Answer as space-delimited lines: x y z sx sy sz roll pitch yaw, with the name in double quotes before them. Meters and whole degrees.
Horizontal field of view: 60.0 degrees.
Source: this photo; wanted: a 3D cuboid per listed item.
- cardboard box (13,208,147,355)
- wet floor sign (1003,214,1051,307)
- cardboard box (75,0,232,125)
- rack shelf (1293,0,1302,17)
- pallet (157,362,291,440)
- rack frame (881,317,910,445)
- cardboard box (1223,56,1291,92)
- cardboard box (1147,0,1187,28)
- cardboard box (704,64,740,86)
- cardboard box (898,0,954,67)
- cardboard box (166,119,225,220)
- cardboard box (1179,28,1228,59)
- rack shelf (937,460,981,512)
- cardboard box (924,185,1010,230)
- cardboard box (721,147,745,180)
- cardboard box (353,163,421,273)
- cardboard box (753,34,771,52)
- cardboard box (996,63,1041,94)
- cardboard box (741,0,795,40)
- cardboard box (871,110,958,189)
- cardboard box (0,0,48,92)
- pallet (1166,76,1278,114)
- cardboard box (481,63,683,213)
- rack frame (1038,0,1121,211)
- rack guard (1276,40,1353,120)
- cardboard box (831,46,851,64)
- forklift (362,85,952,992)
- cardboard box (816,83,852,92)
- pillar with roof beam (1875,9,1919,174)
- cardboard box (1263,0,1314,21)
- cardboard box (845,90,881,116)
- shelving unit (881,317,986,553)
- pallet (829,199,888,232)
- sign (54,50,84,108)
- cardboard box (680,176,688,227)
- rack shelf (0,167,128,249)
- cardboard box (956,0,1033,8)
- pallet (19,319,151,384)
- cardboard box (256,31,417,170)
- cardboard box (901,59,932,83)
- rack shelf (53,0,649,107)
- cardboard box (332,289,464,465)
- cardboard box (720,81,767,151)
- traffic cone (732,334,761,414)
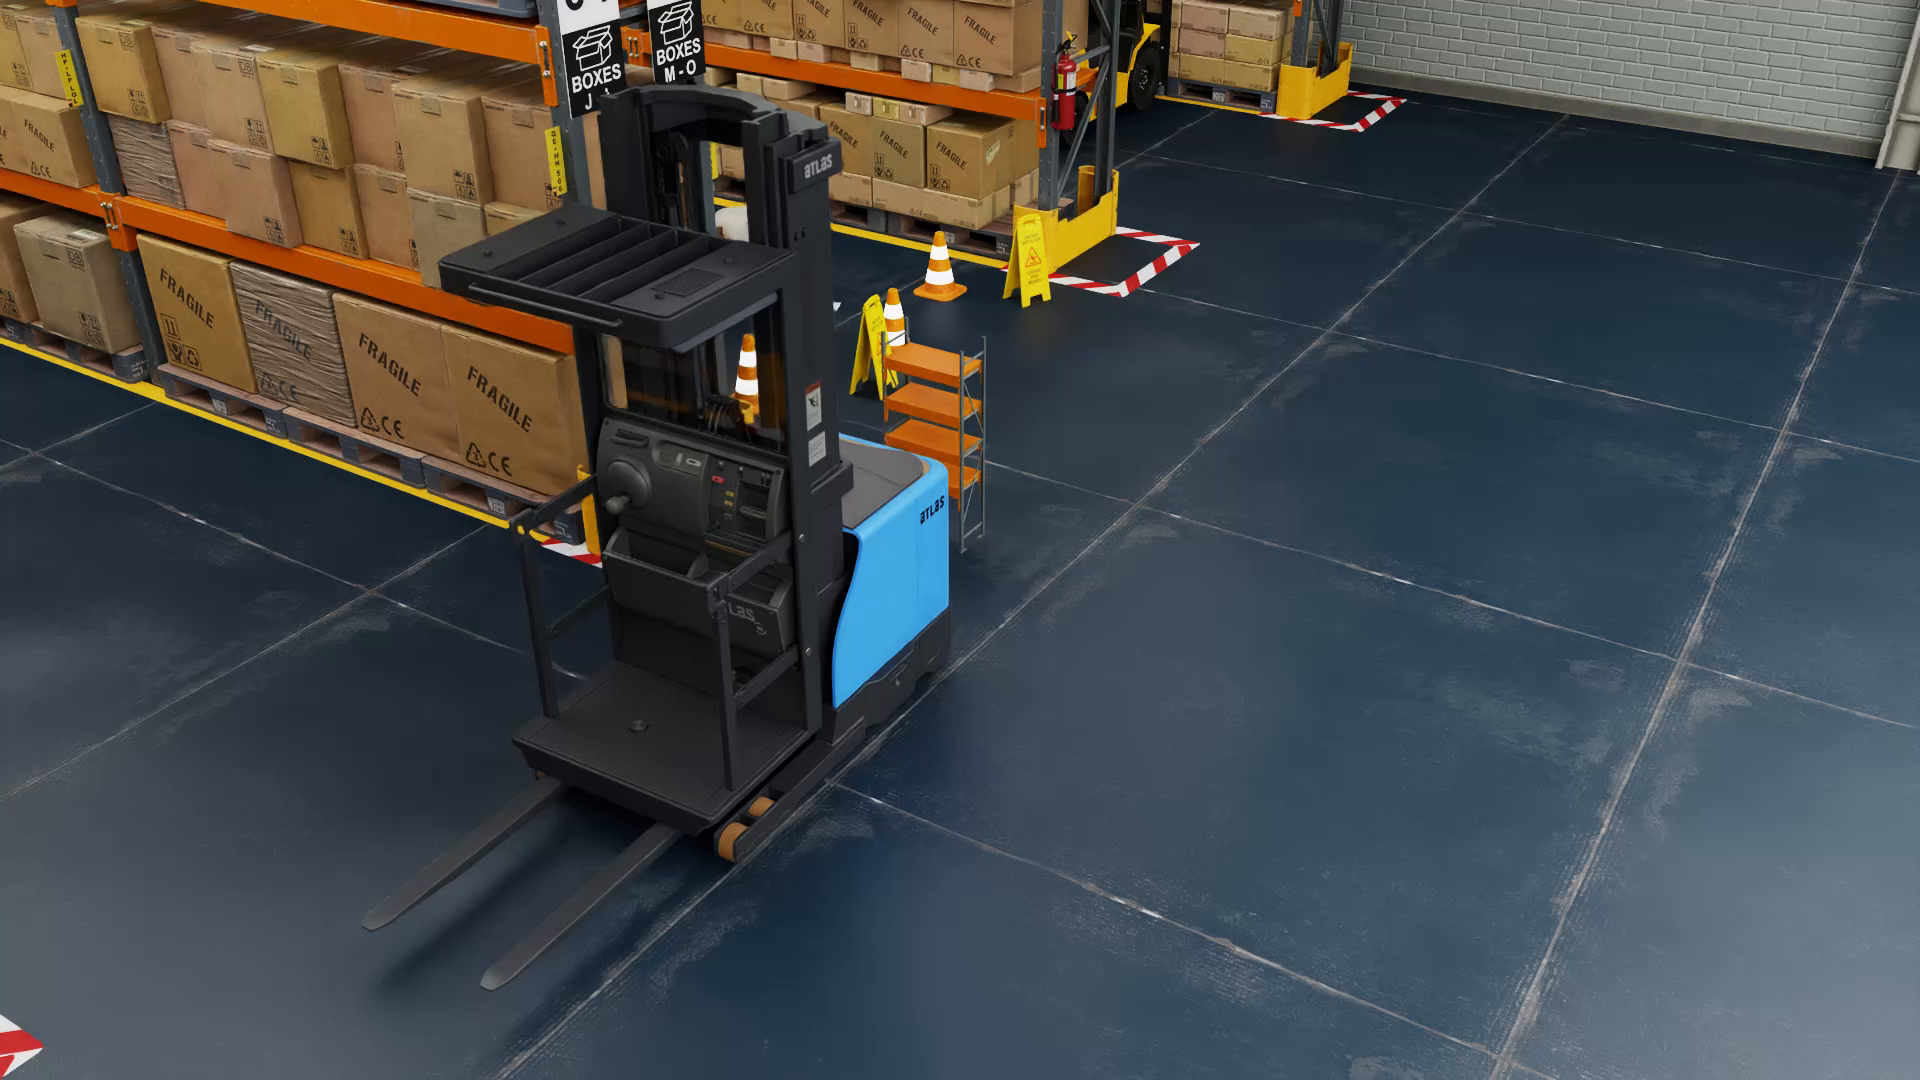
"cardboard box" -5.605 -1.858 11.275 0.750 0.750 1.050 17 34 27
"wet floor sign" 0.494 -2.065 12.149 0.267 0.644 0.232 -21 36 -32
"cardboard box" -4.737 -2.939 10.090 0.550 0.550 0.875 18 35 27
"rack shelf" 1.844 -5.934 17.158 4.000 0.370 1.077 18 35 27
"pallet" -4.429 -1.079 10.891 1.213 0.211 1.003 18 35 27
"rack frame" -0.347 -0.628 9.136 0.015 1.200 0.240 18 35 27
"cardboard box" 2.972 -4.693 16.630 0.500 0.250 0.500 18 35 28
"cardboard box" 2.114 -5.390 16.831 0.500 0.250 0.500 18 35 28
"cardboard box" -2.055 -3.926 13.927 0.250 0.149 0.380 18 35 28
"cardboard box" -0.125 -3.925 12.606 0.500 0.500 0.500 18 35 27
"cardboard box" -4.235 -2.354 10.160 0.550 0.550 0.875 18 35 27
"cardboard box" 2.541 -5.054 16.752 0.500 0.250 0.500 17 34 27
"rack shelf" -0.140 -0.333 9.158 0.480 0.148 0.258 18 35 27
"cardboard box" 0.054 -2.691 13.198 0.500 0.250 0.500 17 34 27
"cardboard box" -1.671 -3.243 14.144 0.500 0.250 0.500 20 36 30
"cardboard box" -2.867 -1.936 9.443 0.550 0.550 0.875 18 35 27
"cardboard box" -1.473 -4.088 13.530 0.250 0.149 0.380 17 34 27
"cardboard box" 0.472 -3.489 12.504 0.250 0.149 0.380 19 35 29
"cardboard box" -1.405 -4.331 13.303 0.500 0.500 0.500 17 34 27
"cardboard box" -0.359 -3.148 13.238 0.500 0.500 0.500 19 35 29
"cardboard box" -5.892 -3.263 10.776 0.500 0.500 0.700 17 34 27
"pallet" 2.868 -4.691 17.082 1.213 0.211 1.003 18 35 27
"cardboard box" -1.937 -2.096 8.646 0.550 0.550 0.875 18 35 27
"rack frame" 0.902 -3.589 12.425 0.127 3.000 1.000 18 35 27
"rack guard" 3.558 -4.622 16.677 0.348 0.500 1.175 18 35 27
"cardboard box" -0.812 -3.907 13.220 0.250 0.149 0.380 18 35 27
"forklift" -1.218 -0.185 6.658 1.130 2.935 3.031 16 34 26
"cardboard box" -0.977 -3.663 14.119 0.500 0.500 0.500 20 36 30
"pillar with roof beam" 6.221 -5.426 9.621 0.400 9.000 9.100 18 35 27
"cardboard box" 3.232 -5.344 16.753 0.500 0.250 0.500 17 34 27
"cardboard box" -0.695 -3.500 13.197 0.250 0.149 0.380 19 35 29
"shelving unit" -0.140 -0.563 9.024 0.503 1.200 0.258 18 35 27
"pallet" -0.860 -2.965 14.123 1.213 0.211 1.003 18 35 27
"sign" -5.312 -2.753 9.921 0.005 0.325 0.100 18 35 27
"cardboard box" -2.301 -2.714 13.404 0.500 0.500 0.500 -9 32 -15
"rack shelf" -6.725 -2.746 11.694 4.000 0.370 1.077 18 35 27
"cardboard box" 0.354 -4.236 12.148 0.500 0.500 0.700 17 34 26
"pallet" -5.725 -1.491 11.596 1.213 0.211 1.003 18 35 27
"cardboard box" -3.372 -2.499 9.336 0.500 0.550 0.875 18 35 27
"cardboard box" -0.242 -3.644 12.769 0.250 0.149 0.380 18 35 28
"rack shelf" -3.338 -2.970 9.101 4.000 0.370 1.077 18 35 27
"cardboard box" -2.999 -1.101 9.853 0.875 0.875 0.875 17 34 27
"cardboard box" -1.670 -3.567 13.955 0.500 0.500 0.500 19 35 29
"traffic cone" -1.338 -1.102 10.680 0.334 0.463 0.336 18 35 27
